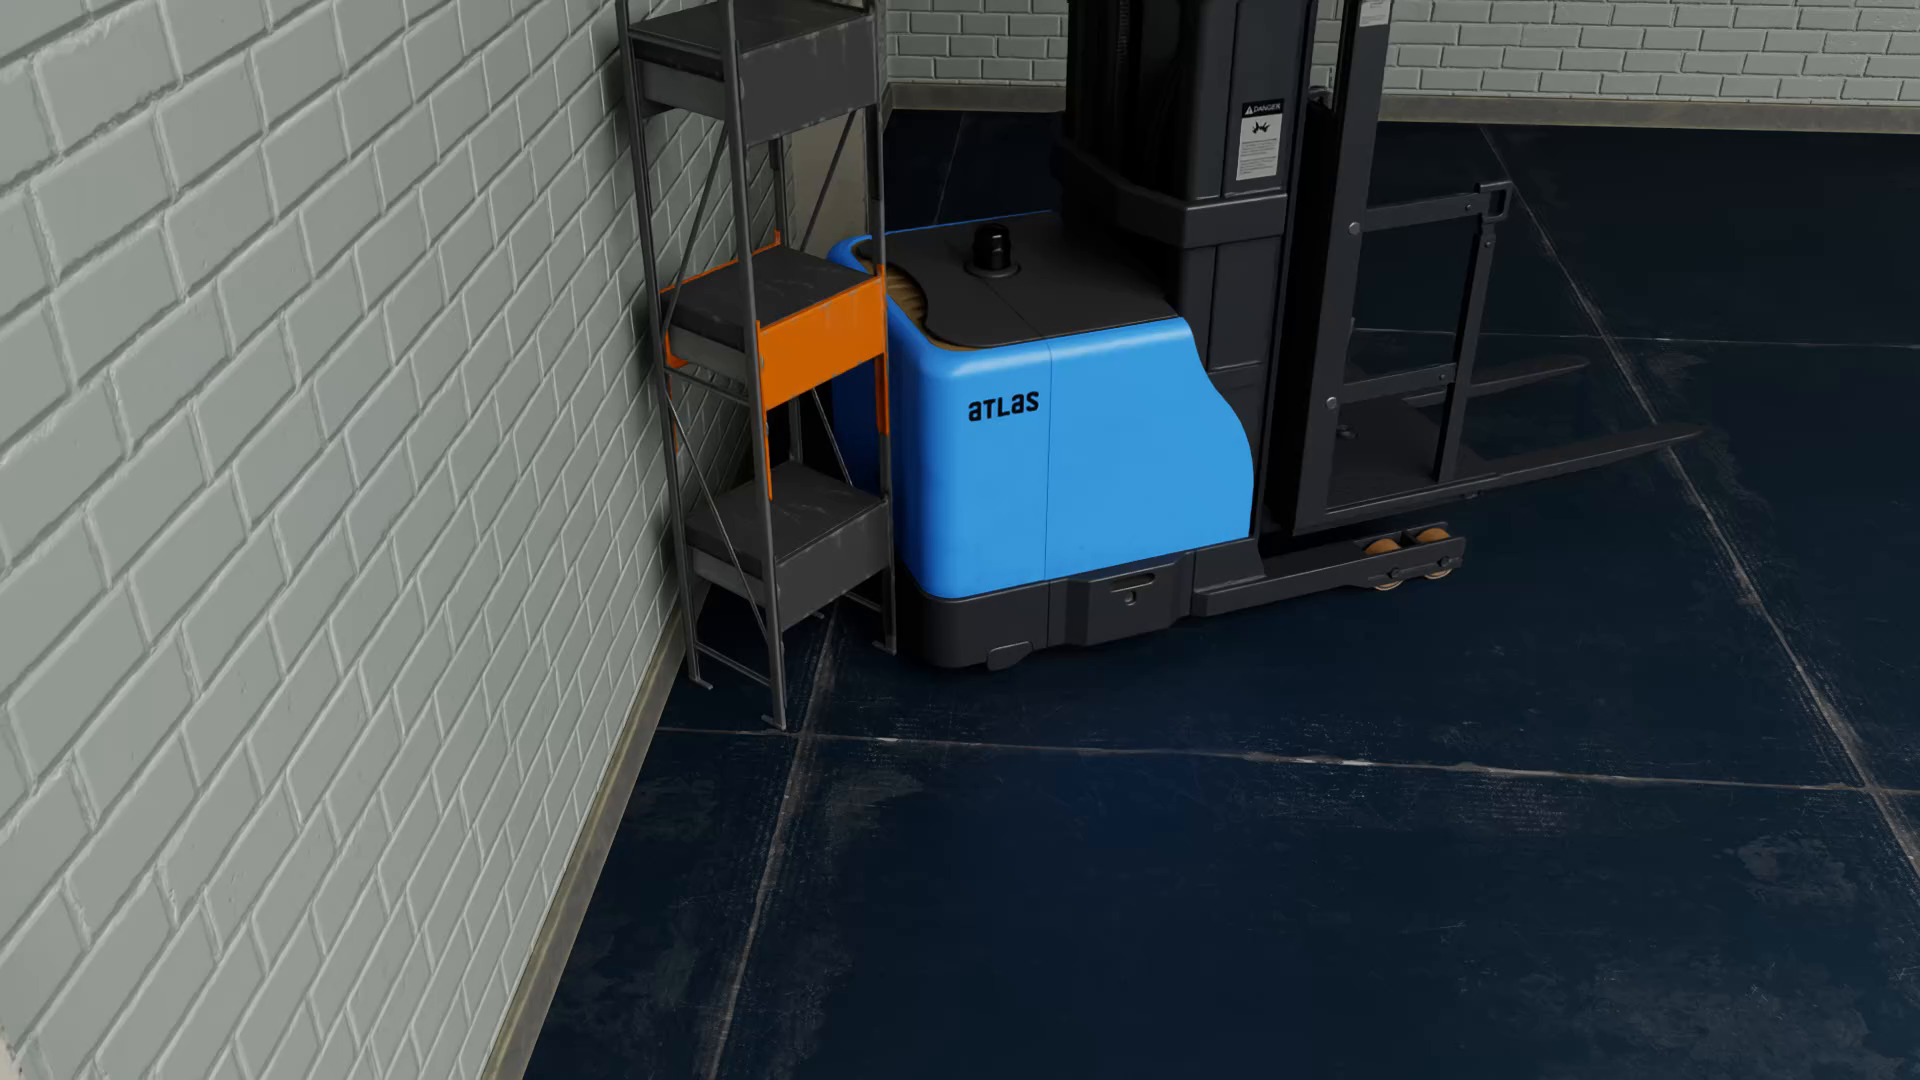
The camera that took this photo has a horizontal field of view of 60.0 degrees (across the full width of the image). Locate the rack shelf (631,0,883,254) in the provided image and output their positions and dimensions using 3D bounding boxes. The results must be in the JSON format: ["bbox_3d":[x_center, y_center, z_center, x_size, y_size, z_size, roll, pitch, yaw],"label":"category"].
[{"bbox_3d":[-0.516,-1.087,4.202,0.431,0.518,0.480,23,39,33],"label":"rack shelf"}]

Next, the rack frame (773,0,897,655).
[{"bbox_3d":[-0.358,-0.603,4.724,0.400,2.100,0.015,23,39,33],"label":"rack frame"}]

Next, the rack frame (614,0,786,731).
[{"bbox_3d":[-0.669,-0.404,4.404,0.400,2.100,0.015,23,39,33],"label":"rack frame"}]

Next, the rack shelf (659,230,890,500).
[{"bbox_3d":[-0.514,-0.492,4.571,0.431,0.518,0.480,23,39,33],"label":"rack shelf"}]

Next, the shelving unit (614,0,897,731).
[{"bbox_3d":[-0.514,-0.504,4.564,0.431,2.100,0.503,23,39,33],"label":"shelving unit"}]

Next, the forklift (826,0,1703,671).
[{"bbox_3d":[1.136,-1.328,5.111,3.031,2.935,1.130,-11,33,-18],"label":"forklift"}]

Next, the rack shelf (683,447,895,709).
[{"bbox_3d":[-0.512,0.103,4.940,0.431,0.518,0.480,23,39,33],"label":"rack shelf"}]

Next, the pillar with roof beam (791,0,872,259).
[{"bbox_3d":[3.763,-4.662,4.737,9.100,9.000,0.400,2,32,4],"label":"pillar with roof beam"}]
